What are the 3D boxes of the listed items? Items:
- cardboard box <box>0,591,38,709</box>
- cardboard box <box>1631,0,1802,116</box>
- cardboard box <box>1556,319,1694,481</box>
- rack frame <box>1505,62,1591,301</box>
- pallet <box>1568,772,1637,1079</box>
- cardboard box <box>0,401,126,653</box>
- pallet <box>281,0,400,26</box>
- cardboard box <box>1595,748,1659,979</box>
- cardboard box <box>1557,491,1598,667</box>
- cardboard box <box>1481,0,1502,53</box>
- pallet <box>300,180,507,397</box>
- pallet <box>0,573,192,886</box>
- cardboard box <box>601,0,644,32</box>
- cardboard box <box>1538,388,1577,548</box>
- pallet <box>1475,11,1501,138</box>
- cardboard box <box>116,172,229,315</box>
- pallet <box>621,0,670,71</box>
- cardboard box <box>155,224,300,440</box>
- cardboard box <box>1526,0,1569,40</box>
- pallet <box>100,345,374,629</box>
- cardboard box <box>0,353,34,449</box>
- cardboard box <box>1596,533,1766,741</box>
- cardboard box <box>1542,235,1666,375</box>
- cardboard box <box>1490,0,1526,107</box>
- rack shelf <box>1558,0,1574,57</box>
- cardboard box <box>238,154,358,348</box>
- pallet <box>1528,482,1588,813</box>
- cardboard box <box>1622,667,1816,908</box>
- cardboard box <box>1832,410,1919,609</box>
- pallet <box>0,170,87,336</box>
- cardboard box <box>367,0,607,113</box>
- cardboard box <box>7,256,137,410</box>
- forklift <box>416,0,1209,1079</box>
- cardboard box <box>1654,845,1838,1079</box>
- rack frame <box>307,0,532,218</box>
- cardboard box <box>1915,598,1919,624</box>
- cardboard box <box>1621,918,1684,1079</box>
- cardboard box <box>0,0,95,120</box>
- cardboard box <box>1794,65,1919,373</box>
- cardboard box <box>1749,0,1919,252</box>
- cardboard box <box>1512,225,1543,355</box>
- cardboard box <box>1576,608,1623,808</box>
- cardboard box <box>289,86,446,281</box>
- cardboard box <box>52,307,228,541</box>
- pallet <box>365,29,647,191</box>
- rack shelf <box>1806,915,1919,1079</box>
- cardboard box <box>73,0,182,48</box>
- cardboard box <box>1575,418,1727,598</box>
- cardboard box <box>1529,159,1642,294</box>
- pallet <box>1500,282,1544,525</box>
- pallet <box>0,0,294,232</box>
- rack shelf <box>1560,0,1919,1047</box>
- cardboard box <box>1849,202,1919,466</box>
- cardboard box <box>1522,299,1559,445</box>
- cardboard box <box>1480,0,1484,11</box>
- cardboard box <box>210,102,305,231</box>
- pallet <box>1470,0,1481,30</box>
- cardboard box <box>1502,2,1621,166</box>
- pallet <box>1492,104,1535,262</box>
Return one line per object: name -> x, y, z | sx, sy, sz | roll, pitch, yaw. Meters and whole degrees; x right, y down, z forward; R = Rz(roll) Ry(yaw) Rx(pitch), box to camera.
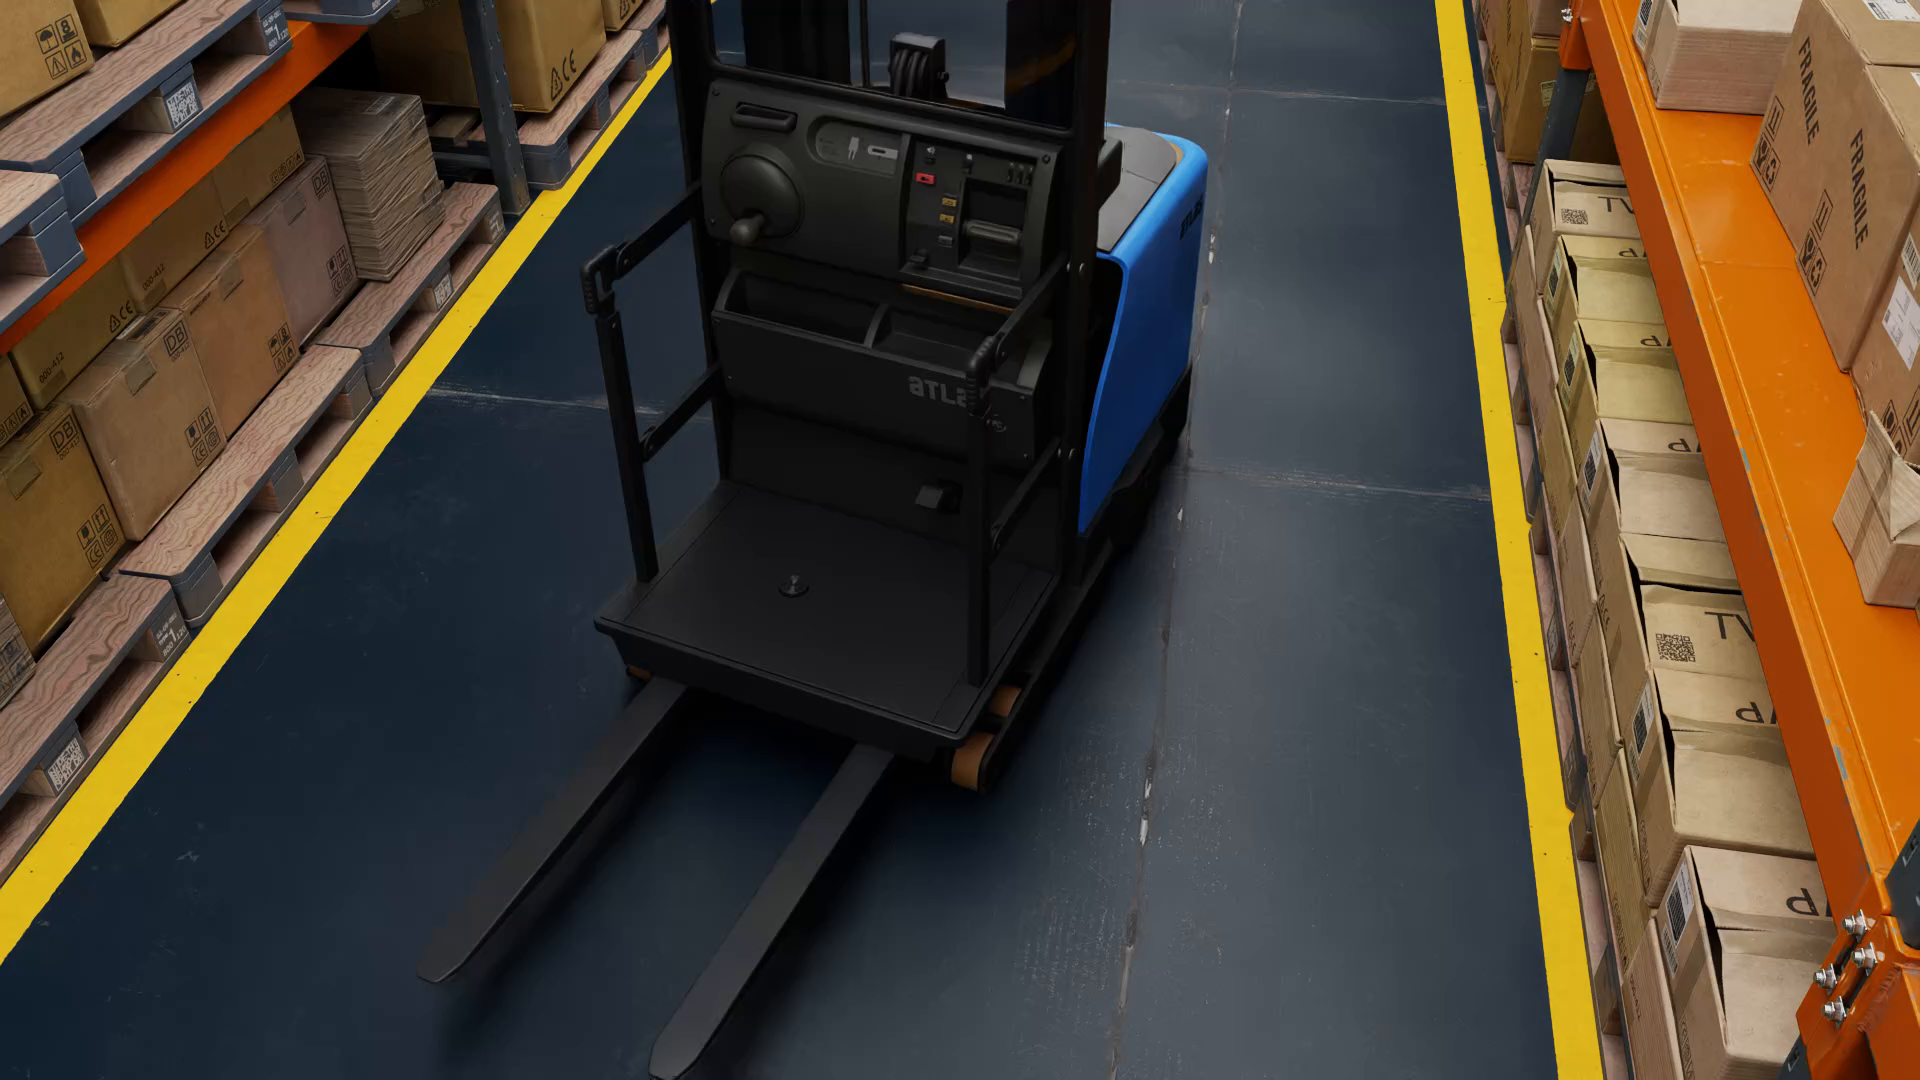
cardboard box -> -2.875, 0.264, 4.193 | 0.700, 0.500, 0.500 | 8, 40, 9
cardboard box -> 2.241, -1.458, 4.730 | 0.500, 0.311, 0.500 | 6, 40, 7
cardboard box -> 2.033, -0.404, 4.773 | 0.500, 0.311, 0.500 | 5, 40, 6
rack frame -> 2.586, -2.033, 5.355 | 1.000, 3.000, 0.127 | 6, 40, 8
pallet -> 1.983, 1.086, 3.771 | 1.003, 0.211, 1.213 | 6, 40, 8
cardboard box -> -2.835, -0.066, 4.592 | 0.700, 0.500, 0.500 | 6, 40, 7
pallet -> -2.312, -2.044, 5.518 | 1.213, 0.211, 1.003 | 6, 40, 8
cardboard box -> 1.770, 0.766, 3.798 | 0.500, 0.250, 0.500 | 6, 40, 7
cardboard box -> 1.947, 0.126, 4.572 | 0.500, 0.250, 0.500 | 7, 40, 9
cardboard box -> 2.691, -2.507, 7.544 | 0.500, 0.500, 0.500 | 5, 40, 6
pallet -> -2.430, -1.012, 6.308 | 1.003, 0.211, 1.213 | 6, 40, 8
pallet -> -2.852, 0.520, 4.456 | 1.003, 0.211, 1.213 | 6, 40, 8
cardboard box -> -1.879, -2.906, 7.768 | 0.750, 0.750, 0.750 | 6, 40, 7
cardboard box -> 2.036, -0.196, 4.961 | 0.500, 0.250, 0.500 | 5, 40, 6
pallet -> 2.966, -2.186, 7.728 | 1.003, 0.211, 1.213 | 6, 40, 8
cardboard box -> -2.611, -0.940, 5.061 | 0.500, 0.250, 0.500 | 6, 40, 7
pallet -> -1.869, -2.752, 8.413 | 1.003, 0.211, 1.213 | 6, 40, 8
cardboard box -> -2.628, -0.700, 5.359 | 0.700, 0.500, 0.500 | 6, 40, 7
cardboard box -> 2.522, -2.177, 6.557 | 0.500, 0.250, 0.500 | 8, 40, 9
pallet -> -2.644, -0.248, 5.385 | 1.003, 0.211, 1.213 | 6, 40, 8
cardboard box -> -2.802, -0.302, 4.289 | 0.500, 0.250, 0.500 | 6, 40, 7
cardboard box -> 1.854, 0.233, 4.002 | 0.500, 0.311, 0.500 | 6, 40, 8
cardboard box -> 2.124, -0.724, 5.160 | 0.500, 0.311, 0.500 | 5, 40, 7
cardboard box -> 2.607, -2.177, 7.145 | 0.500, 0.500, 0.500 | 5, 40, 6
rack shelf -> 2.932, -3.011, 7.102 | 1.077, 0.370, 4.000 | 6, 40, 8
cardboard box -> -2.570, -1.015, 5.740 | 0.700, 0.500, 0.500 | 6, 40, 8
pallet -> 2.192, 0.318, 4.700 | 1.003, 0.211, 1.213 | 6, 40, 8
cardboard box -> 1.766, 0.546, 3.623 | 0.500, 0.311, 0.500 | 7, 40, 9
cardboard box -> 1.865, -0.043, 3.053 | 0.396, 0.266, 0.258 | 5, 40, 7
pallet -> -2.710, -0.456, 3.598 | 1.003, 0.211, 1.213 | 6, 40, 8
cardboard box -> -2.037, -2.357, 7.104 | 0.750, 0.750, 0.750 | 6, 40, 7
cardboard box -> -2.715, -0.629, 4.685 | 0.500, 0.250, 0.500 | 5, 40, 6
forklift -> -0.297, -0.777, 3.890 | 1.130, 2.935, 3.031 | 16, 42, 18
cardboard box -> 1.682, 0.874, 3.228 | 0.500, 0.311, 0.500 | 6, 40, 8
rack frame -> -2.293, -2.577, 6.012 | 1.000, 3.000, 0.127 | 6, 40, 8
cardboard box -> 1.936, 0.222, 2.746 | 0.500, 0.250, 0.500 | 9, 40, 10
cardboard box -> 1.680, 1.083, 3.414 | 0.500, 0.250, 0.500 | 6, 40, 7
cardboard box -> -2.677, -1.357, 4.113 | 0.700, 0.500, 0.500 | 12, 41, 14
cardboard box -> 2.221, -0.686, 3.647 | 0.500, 0.500, 0.500 | 6, 40, 8
cardboard box -> 2.312, -1.016, 4.047 | 0.500, 0.500, 0.500 | 4, 40, 5
cardboard box -> 2.206, -0.839, 5.739 | 0.500, 0.250, 0.500 | 6, 40, 8
cardboard box -> 1.858, 0.445, 4.186 | 0.500, 0.250, 0.500 | 7, 40, 9
cardboard box -> -2.367, -1.325, 6.115 | 0.700, 0.500, 0.500 | 7, 40, 8
cardboard box -> -2.707, -0.382, 4.974 | 0.700, 0.500, 0.500 | 7, 40, 8
pallet -> -2.083, -1.988, 7.489 | 1.003, 0.211, 1.213 | 6, 40, 8
rack shelf -> 1.548, 2.010, 1.029 | 1.077, 0.370, 4.000 | 6, 40, 8
cardboard box -> -2.559, -1.704, 4.534 | 0.700, 0.500, 0.500 | 6, 40, 8
cardboard box -> 1.945, -0.082, 4.383 | 0.500, 0.311, 0.500 | 6, 40, 7
cardboard box -> 2.206, -1.055, 5.560 | 0.500, 0.311, 0.500 | 8, 40, 9
pallet -> 2.405, -0.446, 5.623 | 1.003, 0.211, 1.213 | 6, 40, 8
pallet -> -2.596, -1.256, 4.565 | 1.003, 0.211, 1.213 | 6, 40, 8
rack shelf -> 2.240, -0.500, 4.066 | 1.077, 0.370, 4.000 | 6, 40, 8
cardboard box -> 2.134, -0.372, 3.267 | 0.500, 0.500, 0.500 | 9, 40, 11
cardboard box -> 2.120, -0.523, 5.357 | 0.500, 0.250, 0.500 | 5, 40, 6
cardboard box -> 2.779, -2.824, 7.928 | 0.500, 0.500, 0.500 | 7, 40, 8
cardboard box -> -2.527, -1.263, 5.452 | 0.500, 0.250, 0.500 | 7, 40, 9
pallet -> 3.175, -2.954, 8.657 | 1.003, 0.211, 1.213 | 6, 40, 8
cardboard box -> 2.517, -1.852, 6.752 | 0.500, 0.500, 0.500 | 8, 40, 9
pallet -> 2.753, -1.422, 6.805 | 1.003, 0.211, 1.213 | 6, 40, 8
